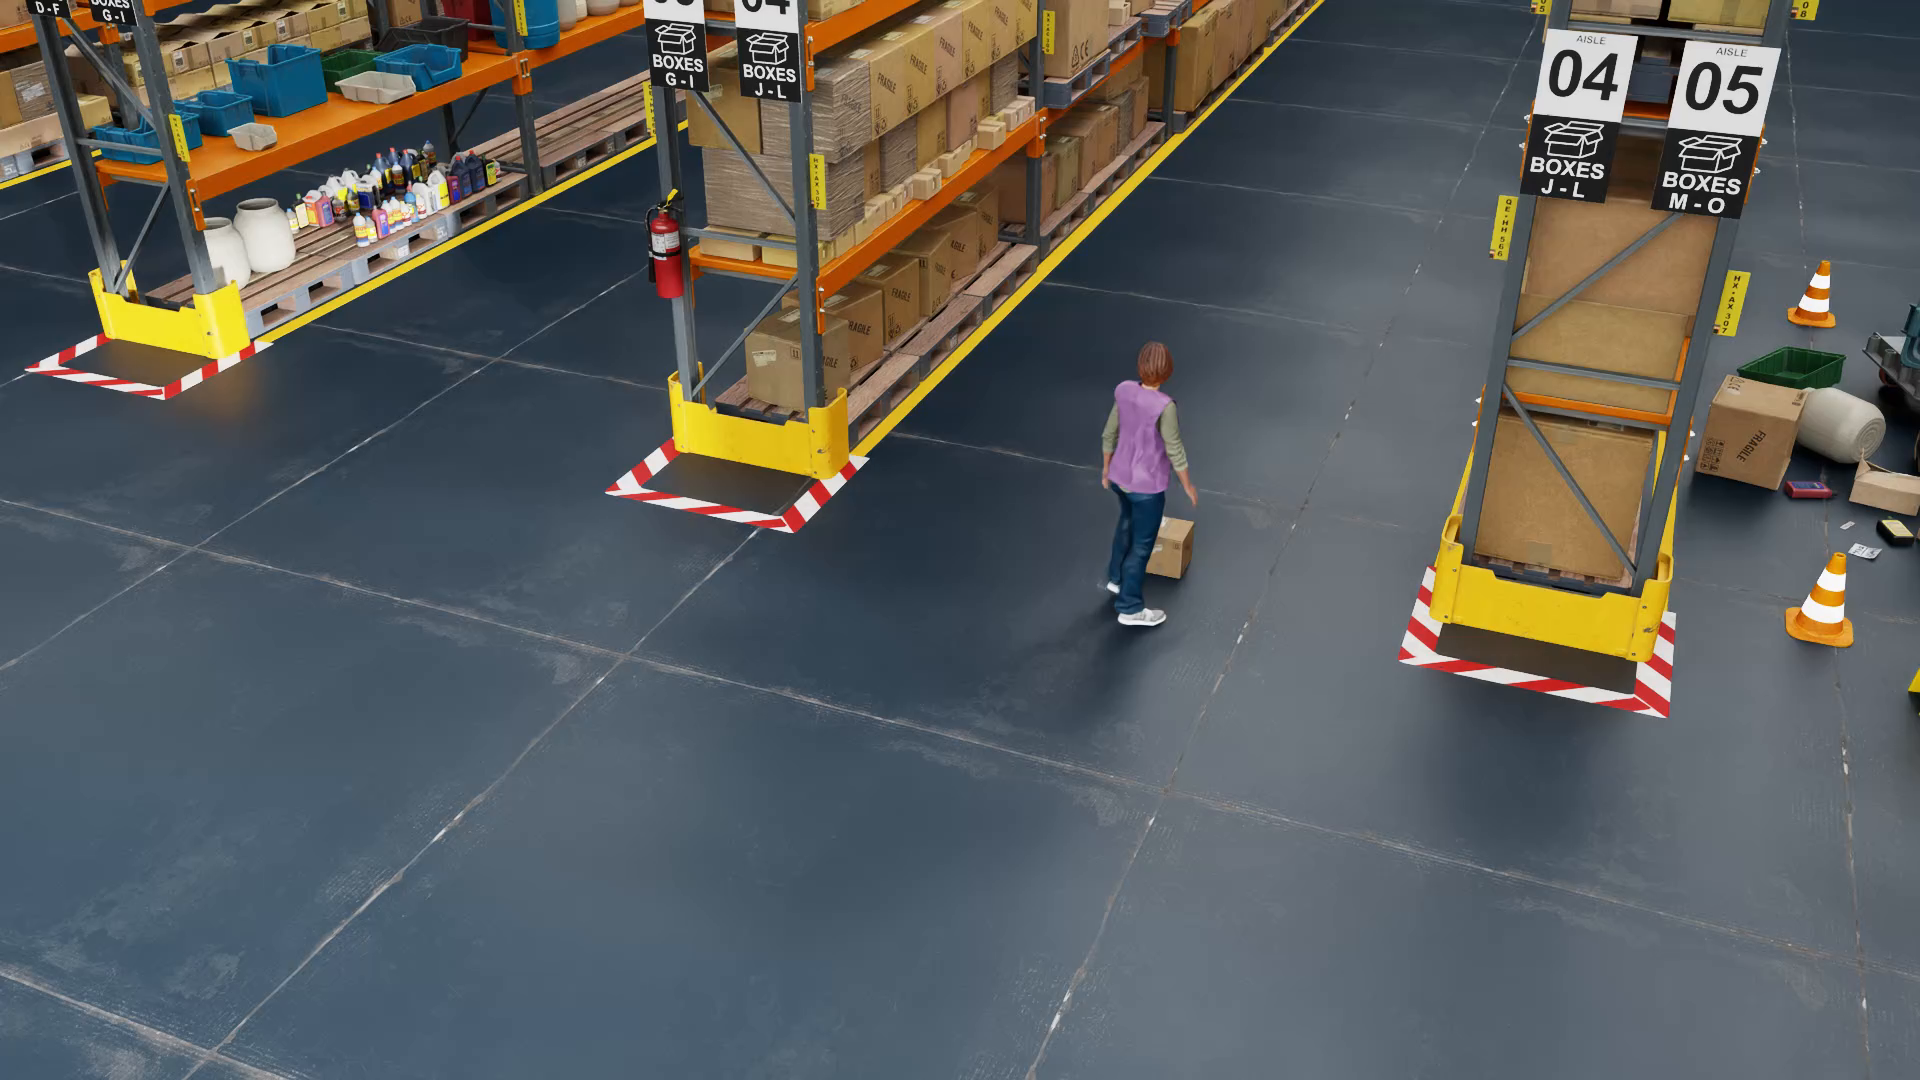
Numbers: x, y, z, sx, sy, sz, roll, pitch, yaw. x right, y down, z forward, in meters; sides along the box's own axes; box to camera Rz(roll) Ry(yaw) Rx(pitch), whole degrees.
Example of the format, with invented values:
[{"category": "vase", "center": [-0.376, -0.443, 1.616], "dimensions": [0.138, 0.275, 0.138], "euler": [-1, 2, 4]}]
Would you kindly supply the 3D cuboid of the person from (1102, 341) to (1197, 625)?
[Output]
[{"category": "person", "center": [0.984, -0.283, 8.902], "dimensions": [0.416, 1.630, 0.483], "euler": [-20, 36, -30]}]
